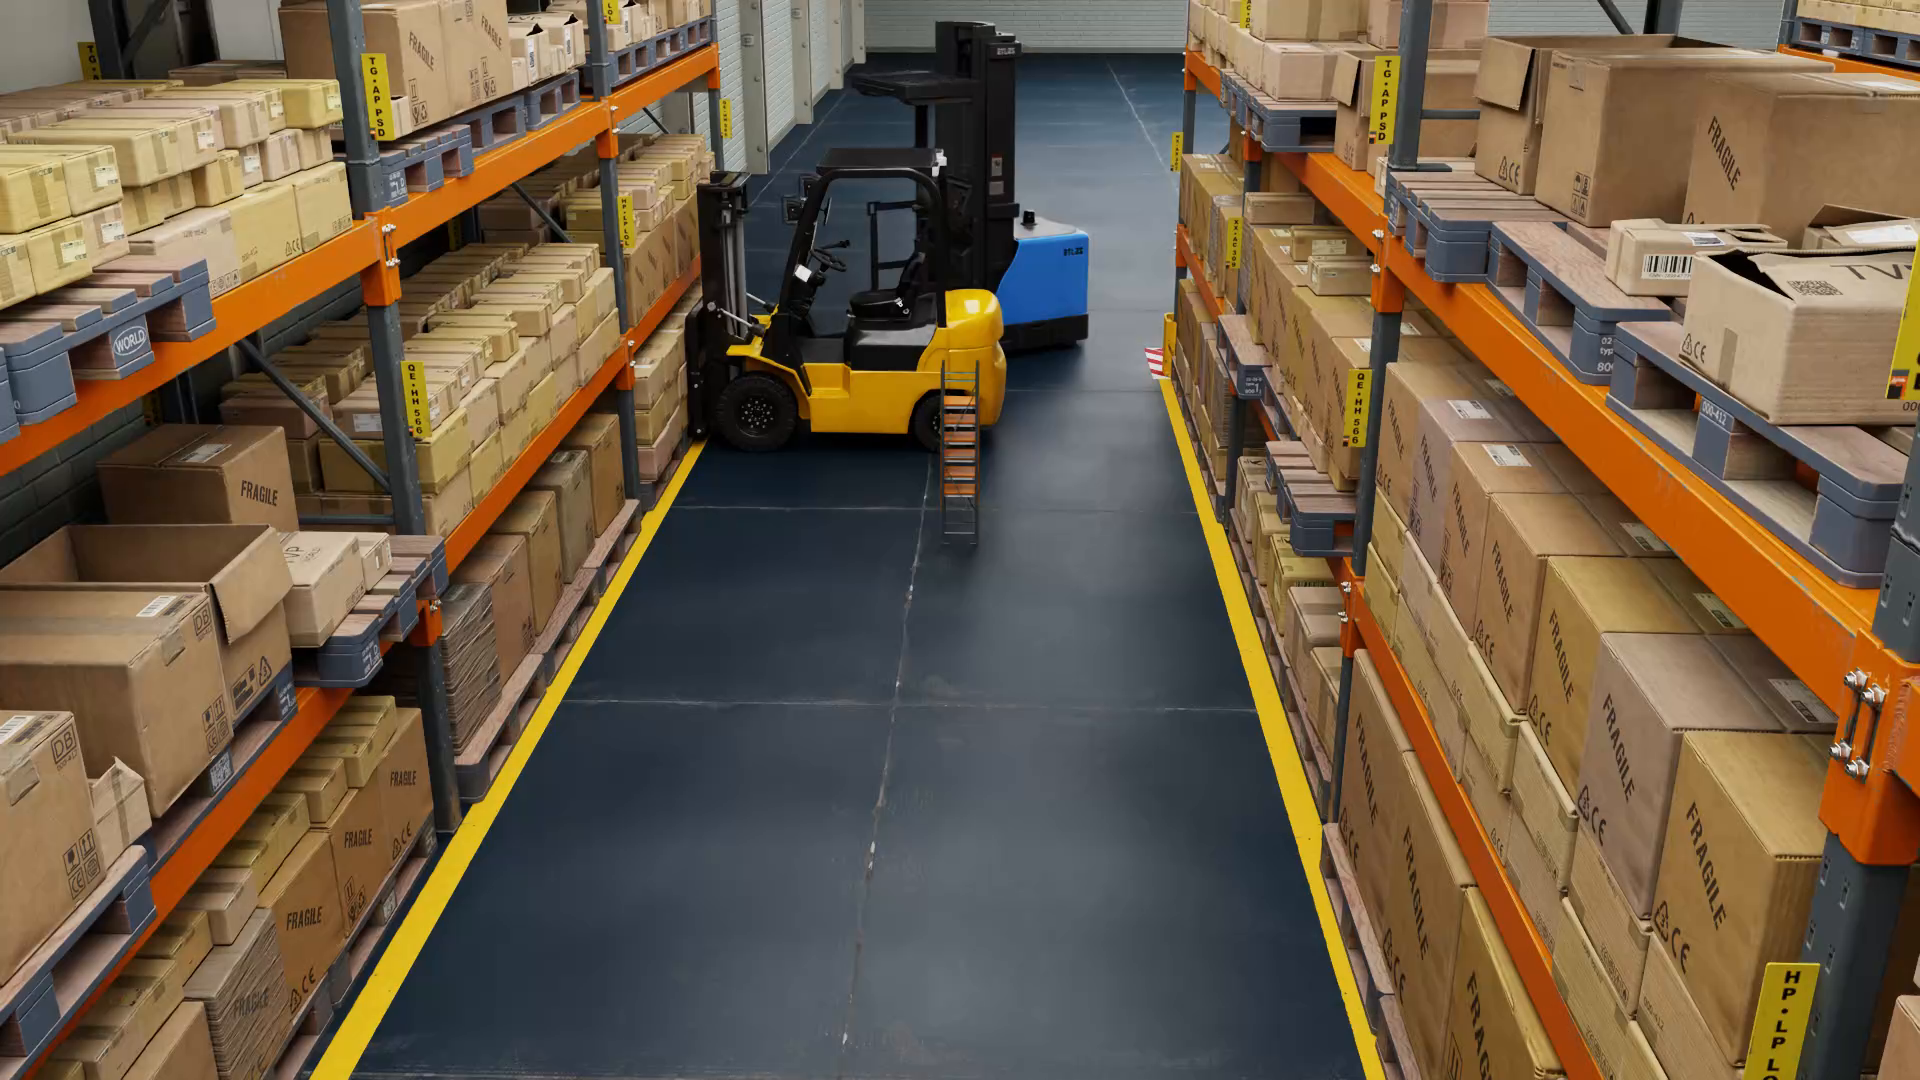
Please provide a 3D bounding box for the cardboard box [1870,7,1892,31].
[{"bbox_3d":[6.988,-3.851,12.288,0.380,0.149,0.250,0,21,1],"label":"cardboard box"}]

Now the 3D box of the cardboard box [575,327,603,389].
[{"bbox_3d":[-2.441,-1.092,9.903,0.500,0.250,0.500,1,21,1],"label":"cardboard box"}]

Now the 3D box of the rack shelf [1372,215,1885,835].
[{"bbox_3d":[2.102,-0.369,4.681,1.077,0.370,4.000,1,21,2],"label":"rack shelf"}]

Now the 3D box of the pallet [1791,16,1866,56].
[{"bbox_3d":[7.345,-3.992,13.147,1.003,0.211,1.213,1,21,2],"label":"pallet"}]

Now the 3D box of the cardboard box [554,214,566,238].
[{"bbox_3d":[-2.935,-2.183,11.474,0.380,0.149,0.250,1,21,3],"label":"cardboard box"}]

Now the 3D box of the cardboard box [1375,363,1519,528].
[{"bbox_3d":[1.903,-0.366,6.305,0.500,0.500,0.500,0,21,0],"label":"cardboard box"}]

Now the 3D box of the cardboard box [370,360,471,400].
[{"bbox_3d":[-2.506,-0.733,7.736,0.380,0.149,0.250,1,21,3],"label":"cardboard box"}]

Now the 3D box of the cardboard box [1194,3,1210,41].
[{"bbox_3d":[2.100,-4.028,12.912,0.500,0.250,0.500,0,21,1],"label":"cardboard box"}]

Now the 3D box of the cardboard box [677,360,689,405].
[{"bbox_3d":[-2.314,-1.211,12.532,0.500,0.250,0.500,0,21,1],"label":"cardboard box"}]

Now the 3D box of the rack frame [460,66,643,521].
[{"bbox_3d":[-2.677,-1.529,10.822,1.000,3.000,0.127,1,21,2],"label":"rack frame"}]

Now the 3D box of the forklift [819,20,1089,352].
[{"bbox_3d":[-0.326,-3.110,14.992,3.031,2.935,1.130,-11,24,-27],"label":"forklift"}]

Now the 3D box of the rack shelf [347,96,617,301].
[{"bbox_3d":[-2.738,-1.868,8.545,1.077,0.370,4.000,1,21,2],"label":"rack shelf"}]

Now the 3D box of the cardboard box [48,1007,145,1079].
[{"bbox_3d":[-2.676,1.521,4.940,0.380,0.149,0.250,1,21,1],"label":"cardboard box"}]

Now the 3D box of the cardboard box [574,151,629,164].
[{"bbox_3d":[-2.820,-2.969,13.087,0.380,0.149,0.250,1,21,3],"label":"cardboard box"}]

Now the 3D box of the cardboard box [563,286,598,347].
[{"bbox_3d":[-2.445,-1.325,9.814,0.500,0.250,0.500,0,21,0],"label":"cardboard box"}]

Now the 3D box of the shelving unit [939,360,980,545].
[{"bbox_3d":[0.000,-0.565,10.825,0.258,1.200,0.189,1,21,2],"label":"shelving unit"}]

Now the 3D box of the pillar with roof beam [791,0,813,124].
[{"bbox_3d":[1.373,-11.991,29.492,9.100,9.000,0.400,1,21,2],"label":"pillar with roof beam"}]

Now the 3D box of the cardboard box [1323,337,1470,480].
[{"bbox_3d":[1.899,-0.577,7.241,0.500,0.500,0.500,0,21,0],"label":"cardboard box"}]

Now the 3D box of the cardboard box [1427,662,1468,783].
[{"bbox_3d":[1.877,0.591,5.567,0.500,0.250,0.500,1,21,3],"label":"cardboard box"}]

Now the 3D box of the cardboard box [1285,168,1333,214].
[{"bbox_3d":[2.515,-2.283,10.835,0.700,0.500,0.500,0,21,1],"label":"cardboard box"}]

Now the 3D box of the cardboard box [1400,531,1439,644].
[{"bbox_3d":[1.884,0.175,5.947,0.500,0.250,0.500,1,21,3],"label":"cardboard box"}]

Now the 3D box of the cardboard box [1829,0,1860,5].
[{"bbox_3d":[7.072,-4.258,12.787,0.500,0.250,0.500,0,21,1],"label":"cardboard box"}]

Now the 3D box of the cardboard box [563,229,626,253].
[{"bbox_3d":[-2.404,-1.990,10.976,0.380,0.149,0.250,0,21,1],"label":"cardboard box"}]

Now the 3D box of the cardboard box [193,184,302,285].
[{"bbox_3d":[-2.586,-1.041,5.625,0.500,0.250,0.500,1,21,2],"label":"cardboard box"}]

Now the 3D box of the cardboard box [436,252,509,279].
[{"bbox_3d":[-2.963,-1.656,10.116,0.380,0.149,0.250,0,21,0],"label":"cardboard box"}]

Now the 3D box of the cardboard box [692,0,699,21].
[{"bbox_3d":[-2.277,-4.196,13.177,0.380,0.149,0.250,0,21,0],"label":"cardboard box"}]

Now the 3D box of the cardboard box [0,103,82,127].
[{"bbox_3d":[-3.089,-1.327,5.401,0.380,0.149,0.250,1,21,3],"label":"cardboard box"}]

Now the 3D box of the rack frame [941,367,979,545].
[{"bbox_3d":[-0.002,-0.532,10.740,0.240,1.200,0.006,1,21,2],"label":"rack frame"}]

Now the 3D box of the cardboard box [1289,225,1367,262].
[{"bbox_3d":[1.987,-1.599,8.976,0.380,0.149,0.250,2,21,5],"label":"cardboard box"}]

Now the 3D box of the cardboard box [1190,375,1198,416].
[{"bbox_3d":[2.078,-1.165,13.105,0.500,0.250,0.500,2,21,5],"label":"cardboard box"}]

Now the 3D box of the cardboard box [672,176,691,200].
[{"bbox_3d":[-2.300,-2.731,12.886,0.380,0.149,0.250,1,21,2],"label":"cardboard box"}]

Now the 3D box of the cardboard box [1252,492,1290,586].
[{"bbox_3d":[2.253,0.004,9.925,0.950,0.372,0.625,2,21,5],"label":"cardboard box"}]

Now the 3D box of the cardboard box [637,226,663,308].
[{"bbox_3d":[-2.403,-1.921,11.695,0.500,0.500,0.500,1,21,3],"label":"cardboard box"}]

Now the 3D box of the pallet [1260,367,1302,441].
[{"bbox_3d":[2.182,-0.656,8.837,1.003,0.211,1.213,1,21,2],"label":"pallet"}]

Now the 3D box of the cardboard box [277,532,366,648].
[{"bbox_3d":[-2.507,0.177,6.053,0.500,0.250,0.500,0,21,-1],"label":"cardboard box"}]

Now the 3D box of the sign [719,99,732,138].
[{"bbox_3d":[-2.013,-3.614,14.268,0.100,0.325,0.005,1,21,2],"label":"sign"}]

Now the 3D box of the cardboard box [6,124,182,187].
[{"bbox_3d":[-2.553,-1.139,4.915,0.380,0.149,0.250,1,21,2],"label":"cardboard box"}]

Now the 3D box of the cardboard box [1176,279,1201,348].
[{"bbox_3d":[2.105,-1.888,13.931,0.500,0.500,0.500,0,21,0],"label":"cardboard box"}]

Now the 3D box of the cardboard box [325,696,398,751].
[{"bbox_3d":[-2.561,0.766,6.886,0.380,0.149,0.250,0,21,-1],"label":"cardboard box"}]

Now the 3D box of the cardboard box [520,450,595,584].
[{"bbox_3d":[-2.713,-0.148,9.966,0.875,0.625,0.625,0,21,1],"label":"cardboard box"}]

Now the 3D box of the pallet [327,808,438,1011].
[{"bbox_3d":[-2.859,1.487,6.904,1.003,0.211,1.213,1,21,2],"label":"pallet"}]

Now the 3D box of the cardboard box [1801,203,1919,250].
[{"bbox_3d":[2.447,-0.771,4.328,0.396,0.266,0.258,2,21,6],"label":"cardboard box"}]

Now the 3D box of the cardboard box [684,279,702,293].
[{"bbox_3d":[-2.267,-2.000,13.876,0.500,0.250,0.500,1,21,3],"label":"cardboard box"}]

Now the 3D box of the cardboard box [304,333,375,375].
[{"bbox_3d":[-3.002,-0.923,8.226,0.380,0.149,0.250,1,21,1],"label":"cardboard box"}]

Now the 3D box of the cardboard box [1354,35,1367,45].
[{"bbox_3d":[2.391,-2.604,9.073,0.500,0.250,0.500,1,21,2],"label":"cardboard box"}]

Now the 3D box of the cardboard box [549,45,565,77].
[{"bbox_3d":[-2.407,-2.651,9.197,0.380,0.149,0.250,1,21,1],"label":"cardboard box"}]

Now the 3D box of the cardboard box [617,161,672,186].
[{"bbox_3d":[-2.396,-2.776,12.590,0.380,0.149,0.250,1,21,2],"label":"cardboard box"}]

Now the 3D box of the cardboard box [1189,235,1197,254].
[{"bbox_3d":[2.053,-2.406,13.431,0.380,0.149,0.250,1,21,2],"label":"cardboard box"}]

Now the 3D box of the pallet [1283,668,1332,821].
[{"bbox_3d":[2.188,0.989,8.189,1.003,0.211,1.213,1,21,2],"label":"pallet"}]

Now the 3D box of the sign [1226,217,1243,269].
[{"bbox_3d":[1.742,-1.882,10.536,0.100,0.325,0.005,1,21,2],"label":"sign"}]

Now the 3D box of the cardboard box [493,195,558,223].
[{"bbox_3d":[-2.920,-2.225,11.171,0.380,0.149,0.250,0,21,0],"label":"cardboard box"}]

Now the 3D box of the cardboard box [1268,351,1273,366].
[{"bbox_3d":[1.954,-1.071,9.411,0.380,0.149,0.250,1,21,2],"label":"cardboard box"}]

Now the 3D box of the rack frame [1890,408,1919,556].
[{"bbox_3d":[2.041,-1.380,2.144,1.000,3.000,0.127,1,21,2],"label":"rack frame"}]

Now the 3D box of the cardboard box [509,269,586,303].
[{"bbox_3d":[-2.391,-1.474,9.645,0.380,0.149,0.250,0,21,0],"label":"cardboard box"}]

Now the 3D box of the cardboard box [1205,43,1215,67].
[{"bbox_3d":[2.036,-3.619,12.411,0.380,0.149,0.250,1,21,2],"label":"cardboard box"}]
